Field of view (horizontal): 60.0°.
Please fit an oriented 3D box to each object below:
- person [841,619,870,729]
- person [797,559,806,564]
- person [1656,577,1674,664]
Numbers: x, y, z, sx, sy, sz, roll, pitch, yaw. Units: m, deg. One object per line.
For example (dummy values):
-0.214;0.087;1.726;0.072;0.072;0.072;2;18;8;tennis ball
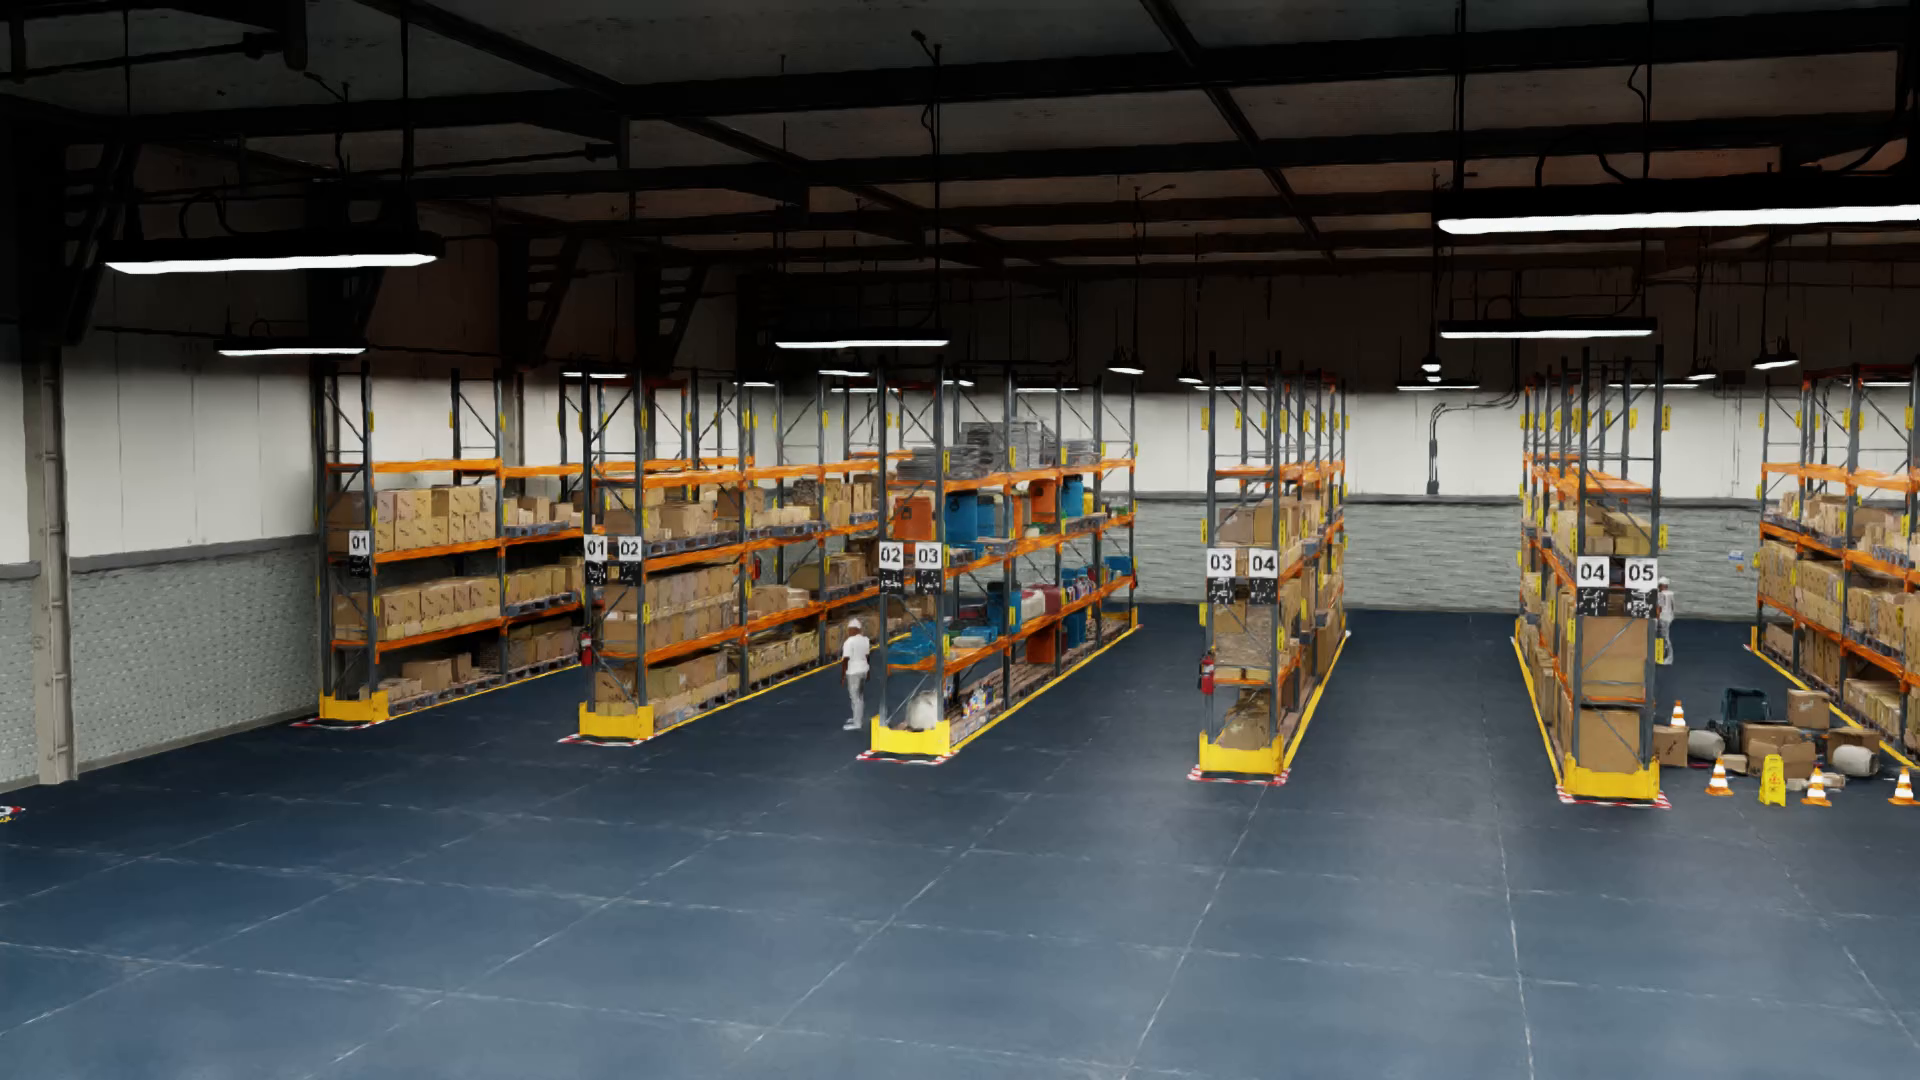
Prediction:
-1.718;2.165;27.146;0.543;1.765;0.657;3;5;36;person
-3.796;1.293;40.118;0.389;1.653;0.557;0;4;-6;person
14.500;1.644;34.362;0.589;1.782;0.677;3;5;40;person
